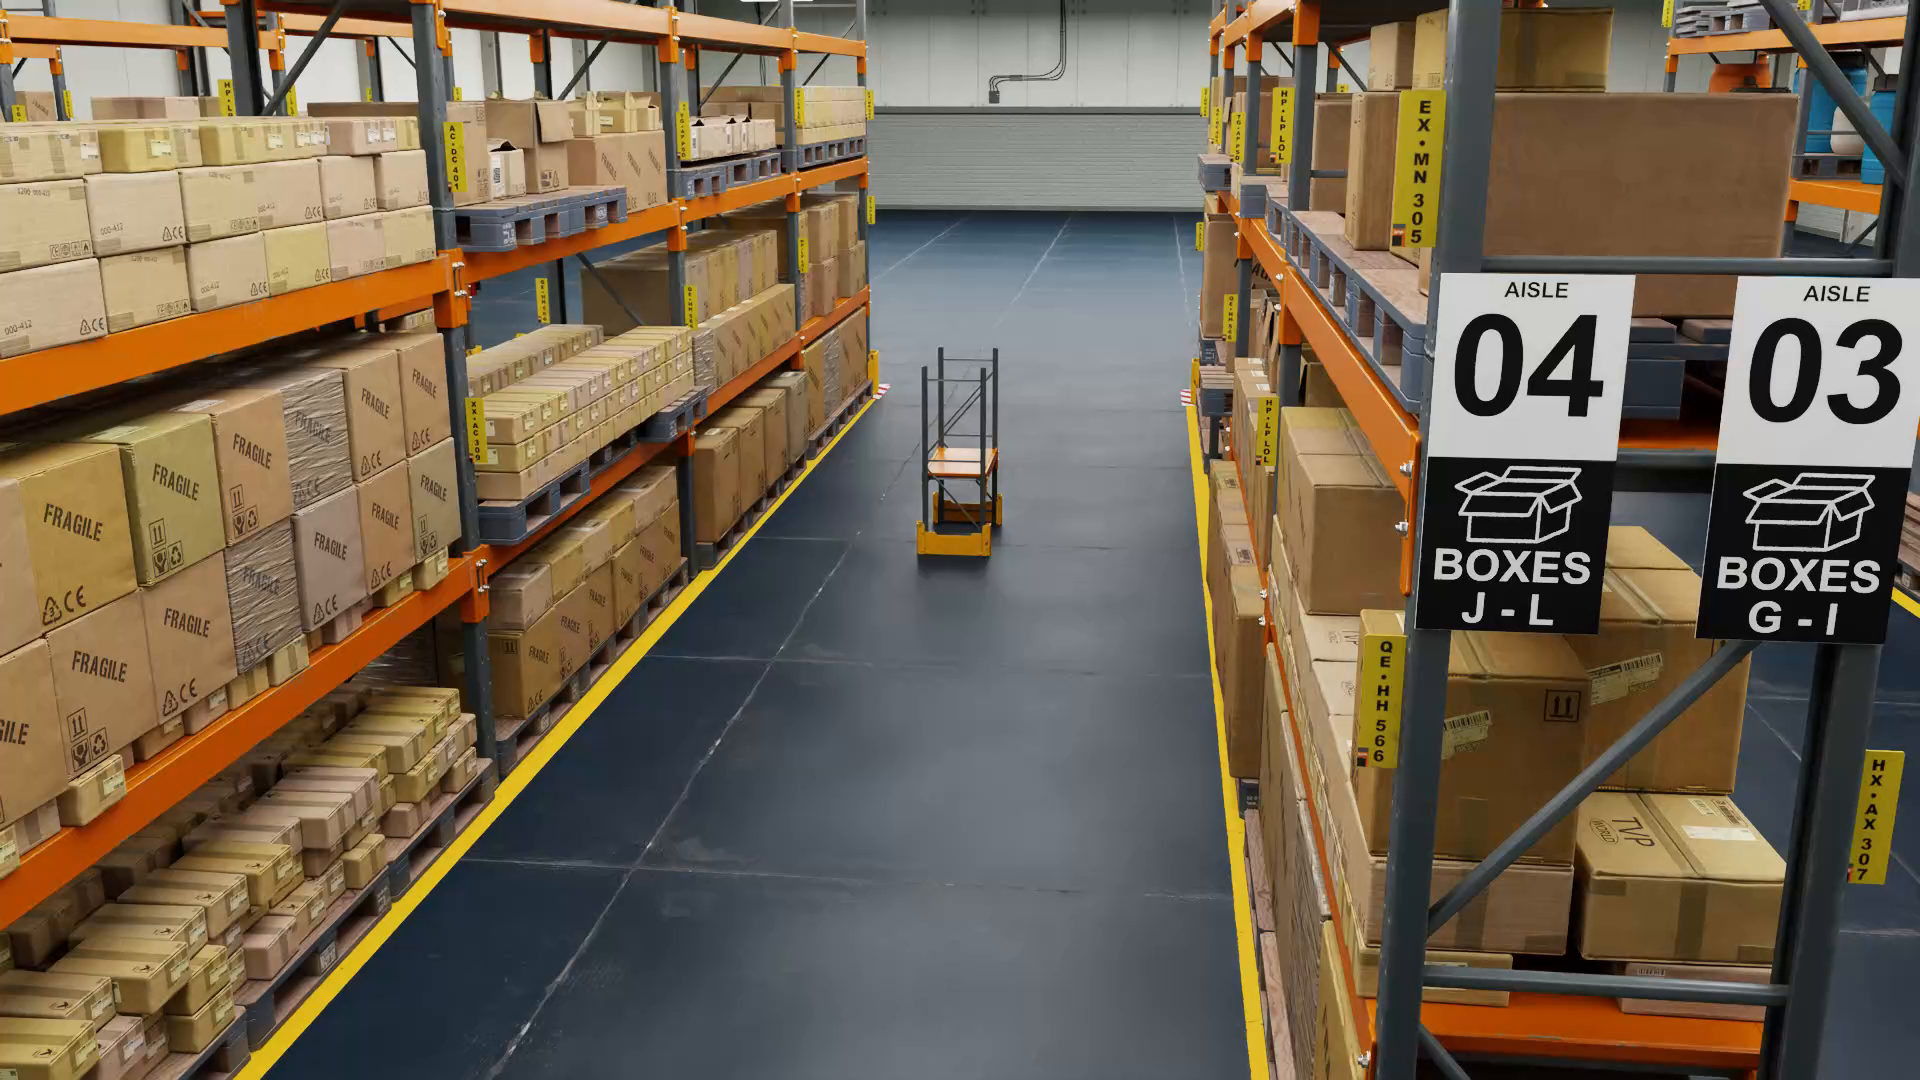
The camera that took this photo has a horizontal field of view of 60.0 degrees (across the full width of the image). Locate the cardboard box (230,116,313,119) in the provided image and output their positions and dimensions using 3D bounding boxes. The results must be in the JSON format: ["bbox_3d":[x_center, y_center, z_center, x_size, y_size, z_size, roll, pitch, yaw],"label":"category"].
[{"bbox_3d":[-3.222,-1.882,7.696,0.380,0.149,0.250,1,15,5],"label":"cardboard box"}]

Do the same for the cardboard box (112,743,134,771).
[{"bbox_3d":[-3.073,0.736,5.673,0.380,0.149,0.250,2,15,9],"label":"cardboard box"}]

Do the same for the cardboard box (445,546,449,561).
[{"bbox_3d":[-2.748,0.061,8.171,0.380,0.149,0.250,2,15,6],"label":"cardboard box"}]

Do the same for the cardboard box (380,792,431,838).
[{"bbox_3d":[-2.732,1.279,7.841,0.380,0.149,0.250,1,15,4],"label":"cardboard box"}]

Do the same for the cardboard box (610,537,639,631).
[{"bbox_3d":[-2.417,0.276,10.879,0.500,0.500,0.500,1,15,4],"label":"cardboard box"}]

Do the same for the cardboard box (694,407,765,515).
[{"bbox_3d":[-2.244,-0.677,13.926,1.050,0.750,0.750,2,15,7],"label":"cardboard box"}]

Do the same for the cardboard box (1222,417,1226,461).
[{"bbox_3d":[2.781,-0.891,15.156,0.700,0.500,0.500,1,15,2],"label":"cardboard box"}]

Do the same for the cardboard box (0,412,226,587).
[{"bbox_3d":[-2.954,-0.152,5.801,0.500,0.500,0.500,1,15,5],"label":"cardboard box"}]

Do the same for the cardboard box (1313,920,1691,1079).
[{"bbox_3d":[1.510,1.723,4.809,0.875,0.875,0.875,2,15,6],"label":"cardboard box"}]

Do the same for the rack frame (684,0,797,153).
[{"bbox_3d":[-2.046,-5.112,15.328,1.000,3.000,0.127,2,15,6],"label":"rack frame"}]

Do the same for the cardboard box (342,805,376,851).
[{"bbox_3d":[-2.834,1.249,7.383,0.380,0.149,0.250,2,15,8],"label":"cardboard box"}]

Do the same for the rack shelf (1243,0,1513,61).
[{"bbox_3d":[2.194,-2.843,9.082,1.077,0.370,4.000,2,15,6],"label":"rack shelf"}]

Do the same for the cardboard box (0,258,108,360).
[{"bbox_3d":[-3.031,-0.725,5.136,0.500,0.250,0.500,2,15,8],"label":"cardboard box"}]

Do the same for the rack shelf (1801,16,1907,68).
[{"bbox_3d":[7.567,-3.735,12.379,1.077,0.370,4.000,2,15,6],"label":"rack shelf"}]

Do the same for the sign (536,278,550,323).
[{"bbox_3d":[-3.049,-1.753,12.180,0.100,0.325,0.005,2,15,6],"label":"sign"}]

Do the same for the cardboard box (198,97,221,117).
[{"bbox_3d":[-6.914,-4.001,15.491,0.500,0.250,0.500,2,15,8],"label":"cardboard box"}]

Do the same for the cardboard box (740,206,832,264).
[{"bbox_3d":[-1.826,-3.186,17.344,0.875,0.550,0.550,2,15,6],"label":"cardboard box"}]

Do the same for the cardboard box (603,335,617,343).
[{"bbox_3d":[-2.713,-1.352,12.722,0.500,0.500,0.500,2,15,6],"label":"cardboard box"}]

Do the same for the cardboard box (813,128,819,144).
[{"bbox_3d":[-1.610,-4.010,16.484,0.380,0.149,0.250,2,15,6],"label":"cardboard box"}]

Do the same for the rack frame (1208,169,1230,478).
[{"bbox_3d":[2.871,-2.044,15.474,1.000,3.000,0.127,2,15,6],"label":"rack frame"}]

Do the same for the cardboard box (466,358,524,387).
[{"bbox_3d":[-2.920,-1.028,10.253,0.380,0.149,0.250,1,15,5],"label":"cardboard box"}]

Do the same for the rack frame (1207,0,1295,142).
[{"bbox_3d":[3.323,-5.977,18.527,1.000,3.000,0.127,2,15,6],"label":"rack frame"}]

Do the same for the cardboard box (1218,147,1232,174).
[{"bbox_3d":[2.663,-3.545,15.567,0.500,0.250,0.500,2,15,8],"label":"cardboard box"}]

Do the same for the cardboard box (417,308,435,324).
[{"bbox_3d":[-6.330,-2.611,19.355,0.380,0.149,0.250,2,15,8],"label":"cardboard box"}]

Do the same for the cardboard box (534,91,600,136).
[{"bbox_3d":[-2.409,-2.598,10.117,0.396,0.266,0.258,2,15,6],"label":"cardboard box"}]

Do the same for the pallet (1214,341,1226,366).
[{"bbox_3d":[2.603,-1.428,13.565,1.003,0.211,1.213,2,15,6],"label":"pallet"}]

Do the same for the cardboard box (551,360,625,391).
[{"bbox_3d":[-2.275,-1.004,10.165,0.380,0.149,0.250,2,15,8],"label":"cardboard box"}]

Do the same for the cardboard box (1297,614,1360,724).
[{"bbox_3d":[1.478,0.465,5.913,0.500,0.250,0.500,2,15,6],"label":"cardboard box"}]

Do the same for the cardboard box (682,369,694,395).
[{"bbox_3d":[-2.096,-1.119,11.729,0.380,0.149,0.250,2,15,7],"label":"cardboard box"}]

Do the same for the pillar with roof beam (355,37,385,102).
[{"bbox_3d":[-6.799,-9.246,30.615,9.100,9.000,0.400,2,15,6],"label":"pillar with roof beam"}]

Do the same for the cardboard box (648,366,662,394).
[{"bbox_3d":[-2.185,-1.060,10.941,0.380,0.149,0.250,2,15,6],"label":"cardboard box"}]

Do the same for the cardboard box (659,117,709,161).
[{"bbox_3d":[-2.197,-3.016,12.497,0.500,0.311,0.500,2,15,6],"label":"cardboard box"}]

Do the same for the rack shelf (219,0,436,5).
[{"bbox_3d":[-3.174,-2.170,5.830,1.077,0.370,4.000,2,15,6],"label":"rack shelf"}]

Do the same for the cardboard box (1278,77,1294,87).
[{"bbox_3d":[3.399,-4.553,17.287,0.500,0.500,0.500,2,15,6],"label":"cardboard box"}]

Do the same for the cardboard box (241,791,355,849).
[{"bbox_3d":[-2.804,1.186,7.048,0.380,0.149,0.250,1,15,4],"label":"cardboard box"}]

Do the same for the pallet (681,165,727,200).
[{"bbox_3d":[-2.477,-2.704,12.531,1.213,0.211,1.003,2,15,9],"label":"pallet"}]

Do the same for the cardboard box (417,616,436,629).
[{"bbox_3d":[-3.116,0.300,9.353,0.500,0.250,0.500,1,15,5],"label":"cardboard box"}]

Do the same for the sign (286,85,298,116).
[{"bbox_3d":[-6.424,-4.208,15.986,0.100,0.325,0.005,2,15,6],"label":"sign"}]

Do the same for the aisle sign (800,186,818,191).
[{"bbox_3d":[-1.884,-4.536,19.709,0.394,0.787,0.004,2,15,6],"label":"aisle sign"}]

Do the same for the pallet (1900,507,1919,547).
[{"bbox_3d":[7.607,-0.030,13.367,1.003,0.211,1.213,2,15,6],"label":"pallet"}]

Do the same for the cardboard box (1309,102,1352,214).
[{"bbox_3d":[2.024,-1.819,7.898,0.700,0.500,0.500,2,15,8],"label":"cardboard box"}]

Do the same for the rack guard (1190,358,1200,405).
[{"bbox_3d":[3.314,-1.855,19.564,1.175,0.500,0.348,2,15,6],"label":"rack guard"}]

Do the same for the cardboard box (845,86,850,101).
[{"bbox_3d":[-1.411,-4.856,18.084,0.380,0.149,0.250,2,15,6],"label":"cardboard box"}]

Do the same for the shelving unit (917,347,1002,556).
[{"bbox_3d":[0.009,-0.744,13.539,0.587,1.500,1.083,2,15,6],"label":"shelving unit"}]

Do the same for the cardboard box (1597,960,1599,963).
[{"bbox_3d":[1.913,1.041,4.547,0.380,0.149,0.250,1,15,5],"label":"cardboard box"}]

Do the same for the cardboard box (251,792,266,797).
[{"bbox_3d":[-3.272,1.176,7.654,0.380,0.149,0.250,1,15,3],"label":"cardboard box"}]

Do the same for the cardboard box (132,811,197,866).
[{"bbox_3d":[-3.395,1.233,6.873,0.380,0.149,0.250,2,15,7],"label":"cardboard box"}]

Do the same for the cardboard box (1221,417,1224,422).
[{"bbox_3d":[3.005,-1.454,17.279,0.500,0.500,0.500,0,15,1],"label":"cardboard box"}]

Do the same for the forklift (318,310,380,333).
[{"bbox_3d":[-4.945,-1.344,13.017,1.130,2.935,3.031,1,15,5],"label":"forklift"}]

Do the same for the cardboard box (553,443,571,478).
[{"bbox_3d":[-2.389,-0.448,9.249,0.380,0.149,0.250,2,15,7],"label":"cardboard box"}]

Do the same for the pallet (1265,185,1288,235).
[{"bbox_3d":[2.277,-1.904,9.574,1.003,0.211,1.213,2,15,9],"label":"pallet"}]

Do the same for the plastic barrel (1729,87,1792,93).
[{"bbox_3d":[8.242,-4.377,17.193,0.600,0.588,0.600,0,15,0],"label":"plastic barrel"}]

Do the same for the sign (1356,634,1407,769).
[{"bbox_3d":[0.980,0.376,3.854,0.100,0.325,0.005,2,15,6],"label":"sign"}]

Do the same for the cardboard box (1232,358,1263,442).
[{"bbox_3d":[2.095,-0.936,11.187,0.500,0.500,0.500,2,15,8],"label":"cardboard box"}]

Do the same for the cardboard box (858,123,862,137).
[{"bbox_3d":[-1.324,-4.670,18.923,0.380,0.149,0.250,2,15,7],"label":"cardboard box"}]

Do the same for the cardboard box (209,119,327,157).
[{"bbox_3d":[-2.864,-1.663,6.886,0.380,0.149,0.250,2,15,8],"label":"cardboard box"}]

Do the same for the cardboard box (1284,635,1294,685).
[{"bbox_3d":[1.489,0.490,6.583,0.380,0.149,0.250,1,15,5],"label":"cardboard box"}]

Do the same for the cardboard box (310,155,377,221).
[{"bbox_3d":[-2.818,-1.496,7.032,0.500,0.250,0.500,1,15,4],"label":"cardboard box"}]
